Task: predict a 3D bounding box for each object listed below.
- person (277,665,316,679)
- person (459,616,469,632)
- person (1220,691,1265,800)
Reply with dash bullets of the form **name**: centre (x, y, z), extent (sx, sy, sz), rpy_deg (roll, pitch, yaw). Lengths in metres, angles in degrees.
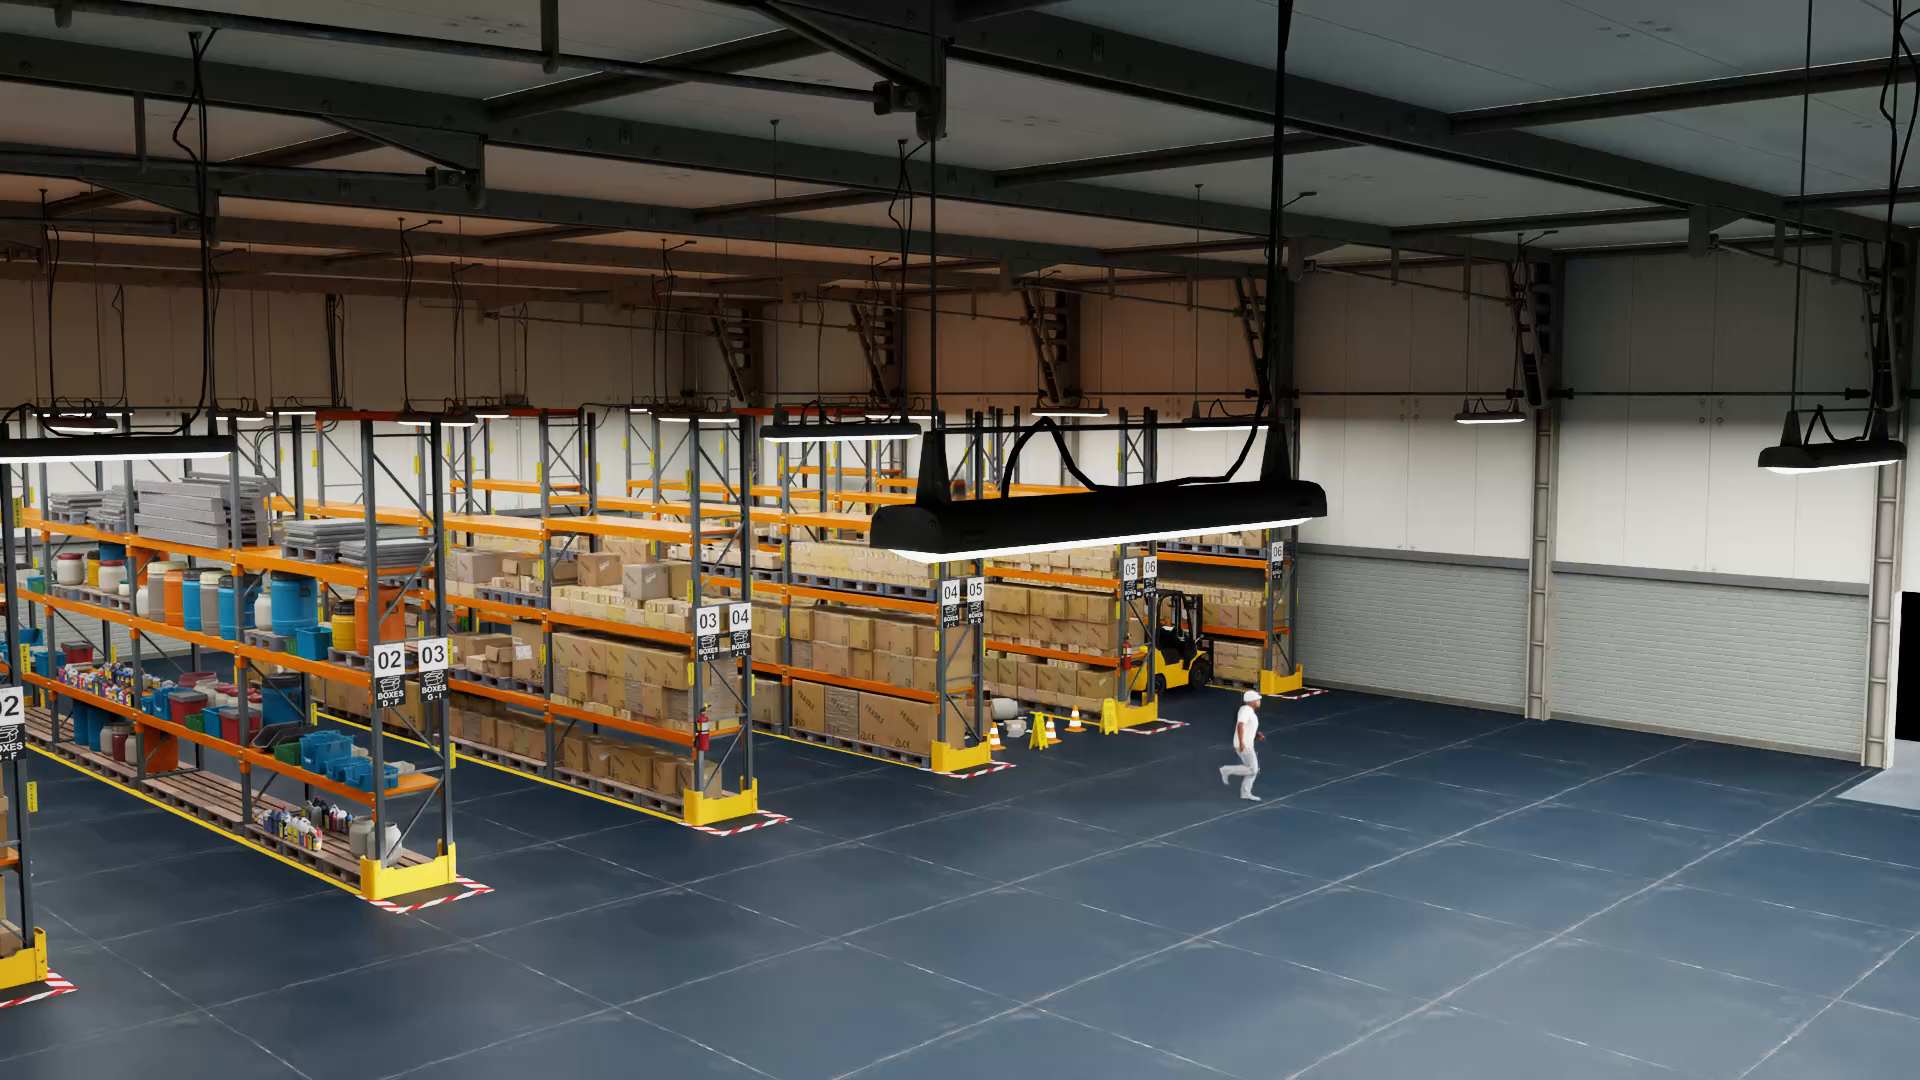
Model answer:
- **person**: centre (-12.444, 2.757, 31.171), extent (0.753, 1.744, 1.057), rpy_deg (-5, 7, -42)
- **person**: centre (-12.246, 1.790, 41.521), extent (0.665, 1.751, 0.714), rpy_deg (1, 5, 10)
- **person**: centre (4.402, 3.202, 25.908), extent (0.701, 1.718, 0.739), rpy_deg (1, 5, 7)
